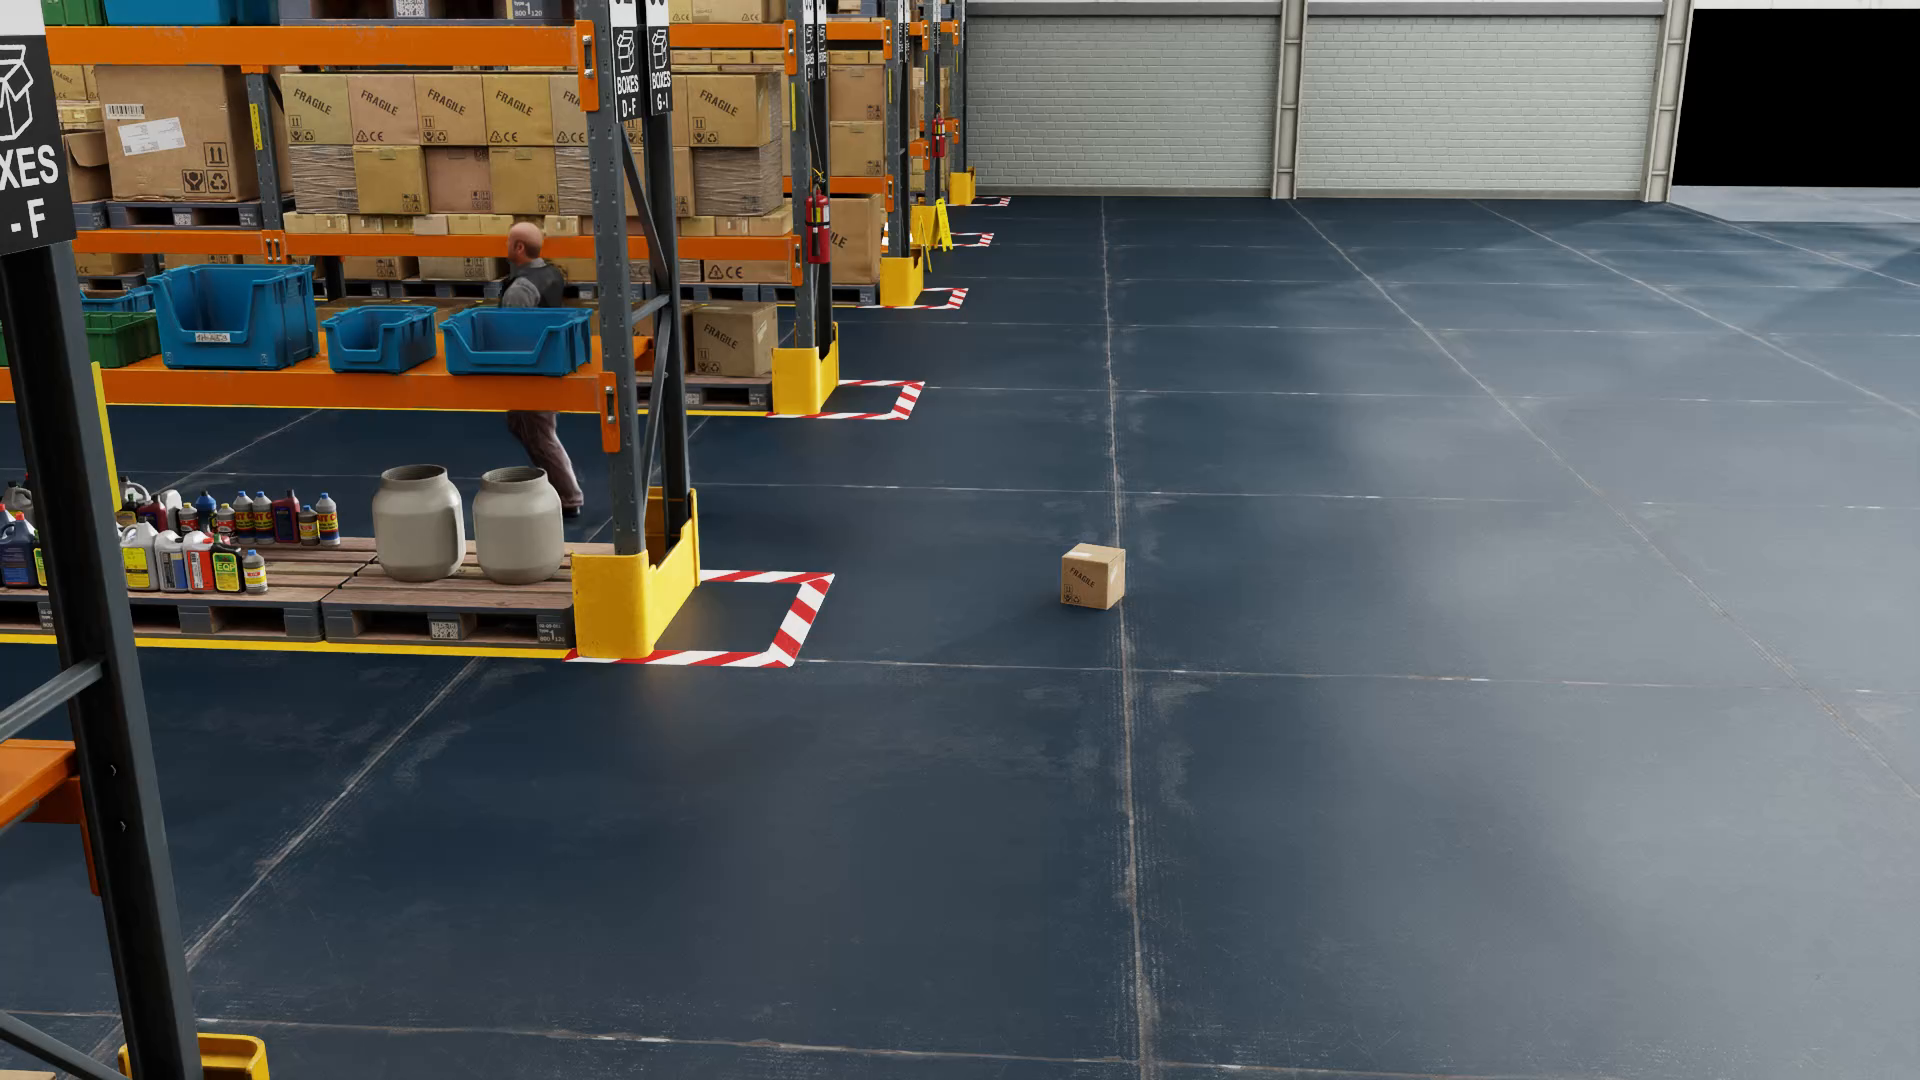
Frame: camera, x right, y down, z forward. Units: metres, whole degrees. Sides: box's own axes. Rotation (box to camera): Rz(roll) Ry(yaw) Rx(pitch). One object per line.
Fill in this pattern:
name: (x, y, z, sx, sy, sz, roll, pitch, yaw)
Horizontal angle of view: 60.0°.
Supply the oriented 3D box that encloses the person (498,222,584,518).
person: (-2.462, -0.954, 9.633, 0.505, 1.756, 0.540, 2, 17, 6)
